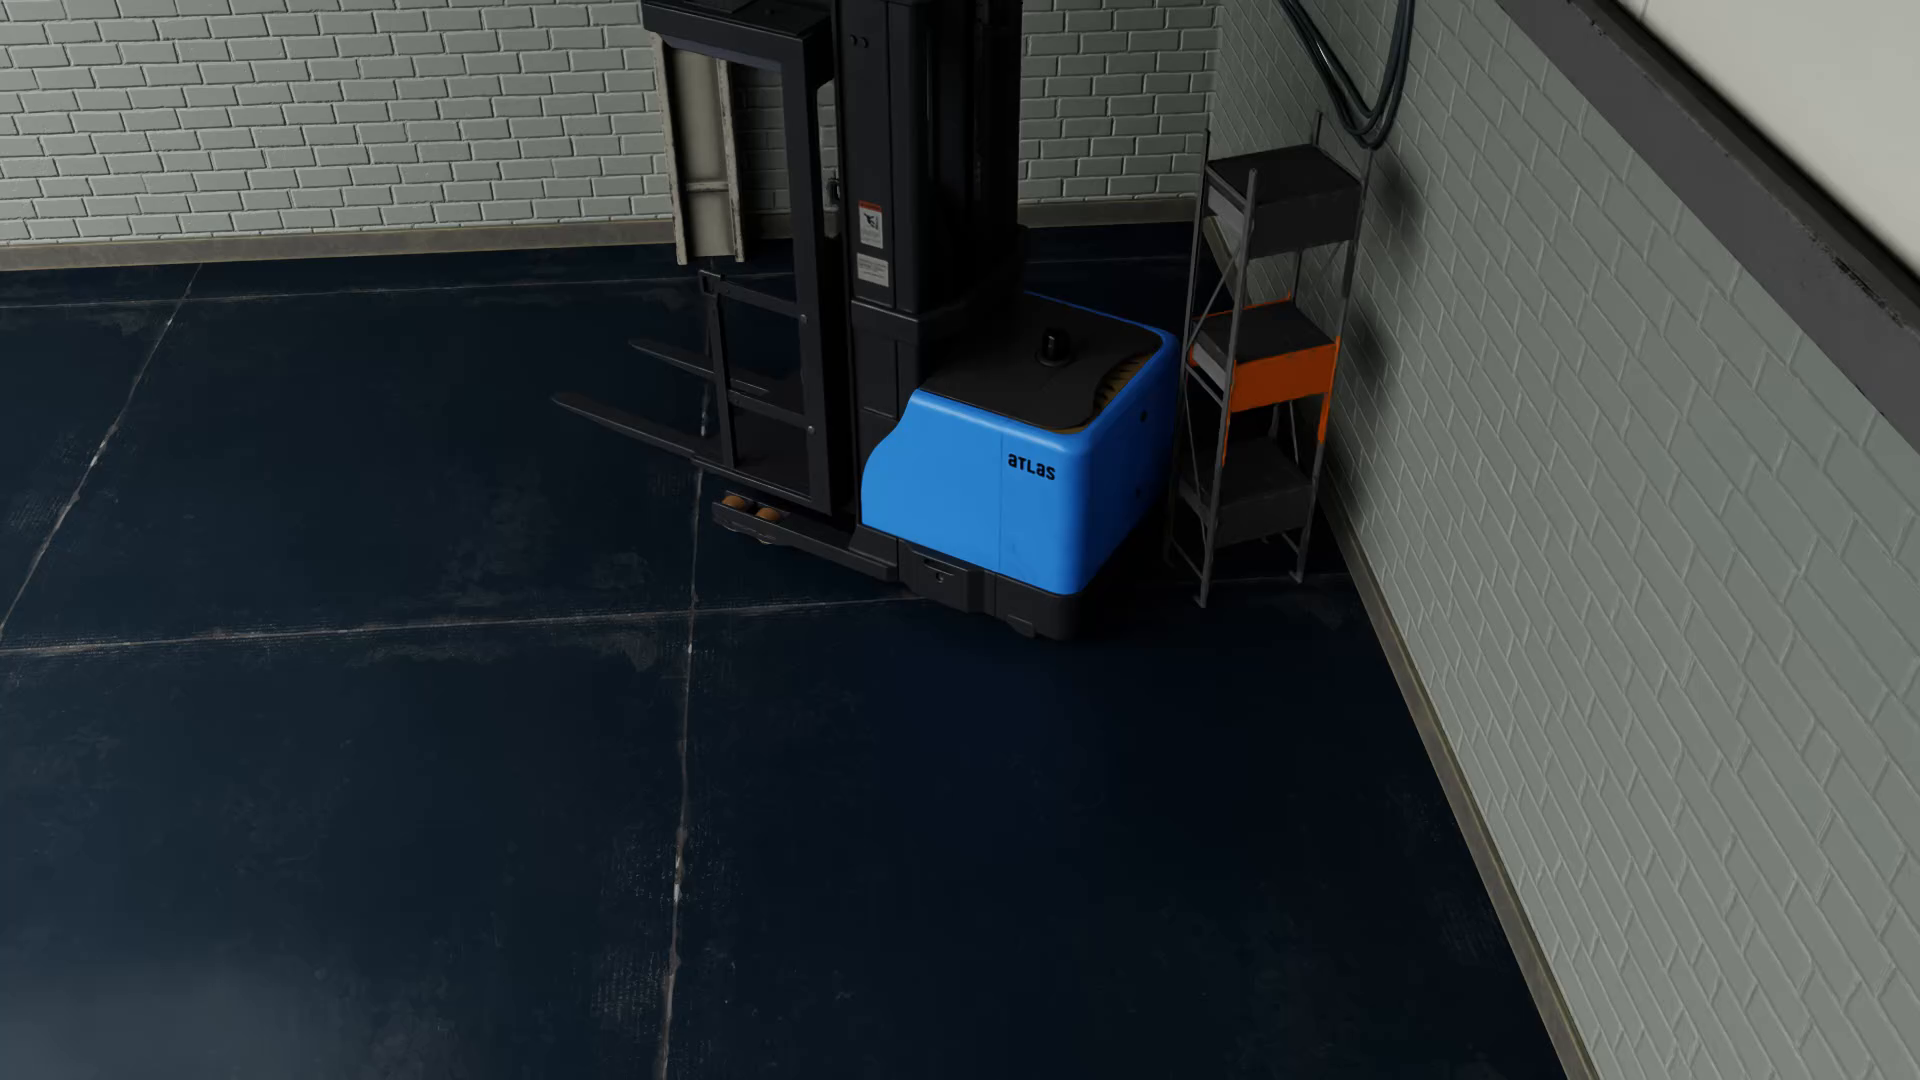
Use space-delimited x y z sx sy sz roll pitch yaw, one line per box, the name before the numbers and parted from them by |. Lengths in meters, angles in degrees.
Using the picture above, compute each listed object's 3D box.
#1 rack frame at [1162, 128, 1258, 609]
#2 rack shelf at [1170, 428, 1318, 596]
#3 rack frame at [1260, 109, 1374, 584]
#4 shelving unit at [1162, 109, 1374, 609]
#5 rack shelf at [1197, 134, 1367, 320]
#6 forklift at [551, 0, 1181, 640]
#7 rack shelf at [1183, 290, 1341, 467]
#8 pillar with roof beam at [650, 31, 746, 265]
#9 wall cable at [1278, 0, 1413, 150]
rack frame | 1.009 -0.634 6.858 0.015 2.100 0.400 -13 40 -16
rack shelf | 1.237 -0.128 7.369 0.480 0.518 0.431 -13 40 -16
rack frame | 1.464 -0.742 6.995 0.015 2.100 0.400 -13 40 -16
shelving unit | 1.237 -0.688 6.927 0.503 2.100 0.431 -13 40 -16
rack shelf | 1.237 -1.227 6.502 0.480 0.518 0.431 -13 40 -16
forklift | -0.567 -1.394 7.150 3.031 2.935 1.130 20 42 23
rack shelf | 1.237 -0.677 6.935 0.480 0.518 0.431 -13 40 -16
pillar with roof beam | -1.098 -2.607 3.790 0.400 9.000 9.100 -3 38 -4
wall cable | 1.572 -3.390 7.289 0.112 2.526 3.097 -3 38 -4
